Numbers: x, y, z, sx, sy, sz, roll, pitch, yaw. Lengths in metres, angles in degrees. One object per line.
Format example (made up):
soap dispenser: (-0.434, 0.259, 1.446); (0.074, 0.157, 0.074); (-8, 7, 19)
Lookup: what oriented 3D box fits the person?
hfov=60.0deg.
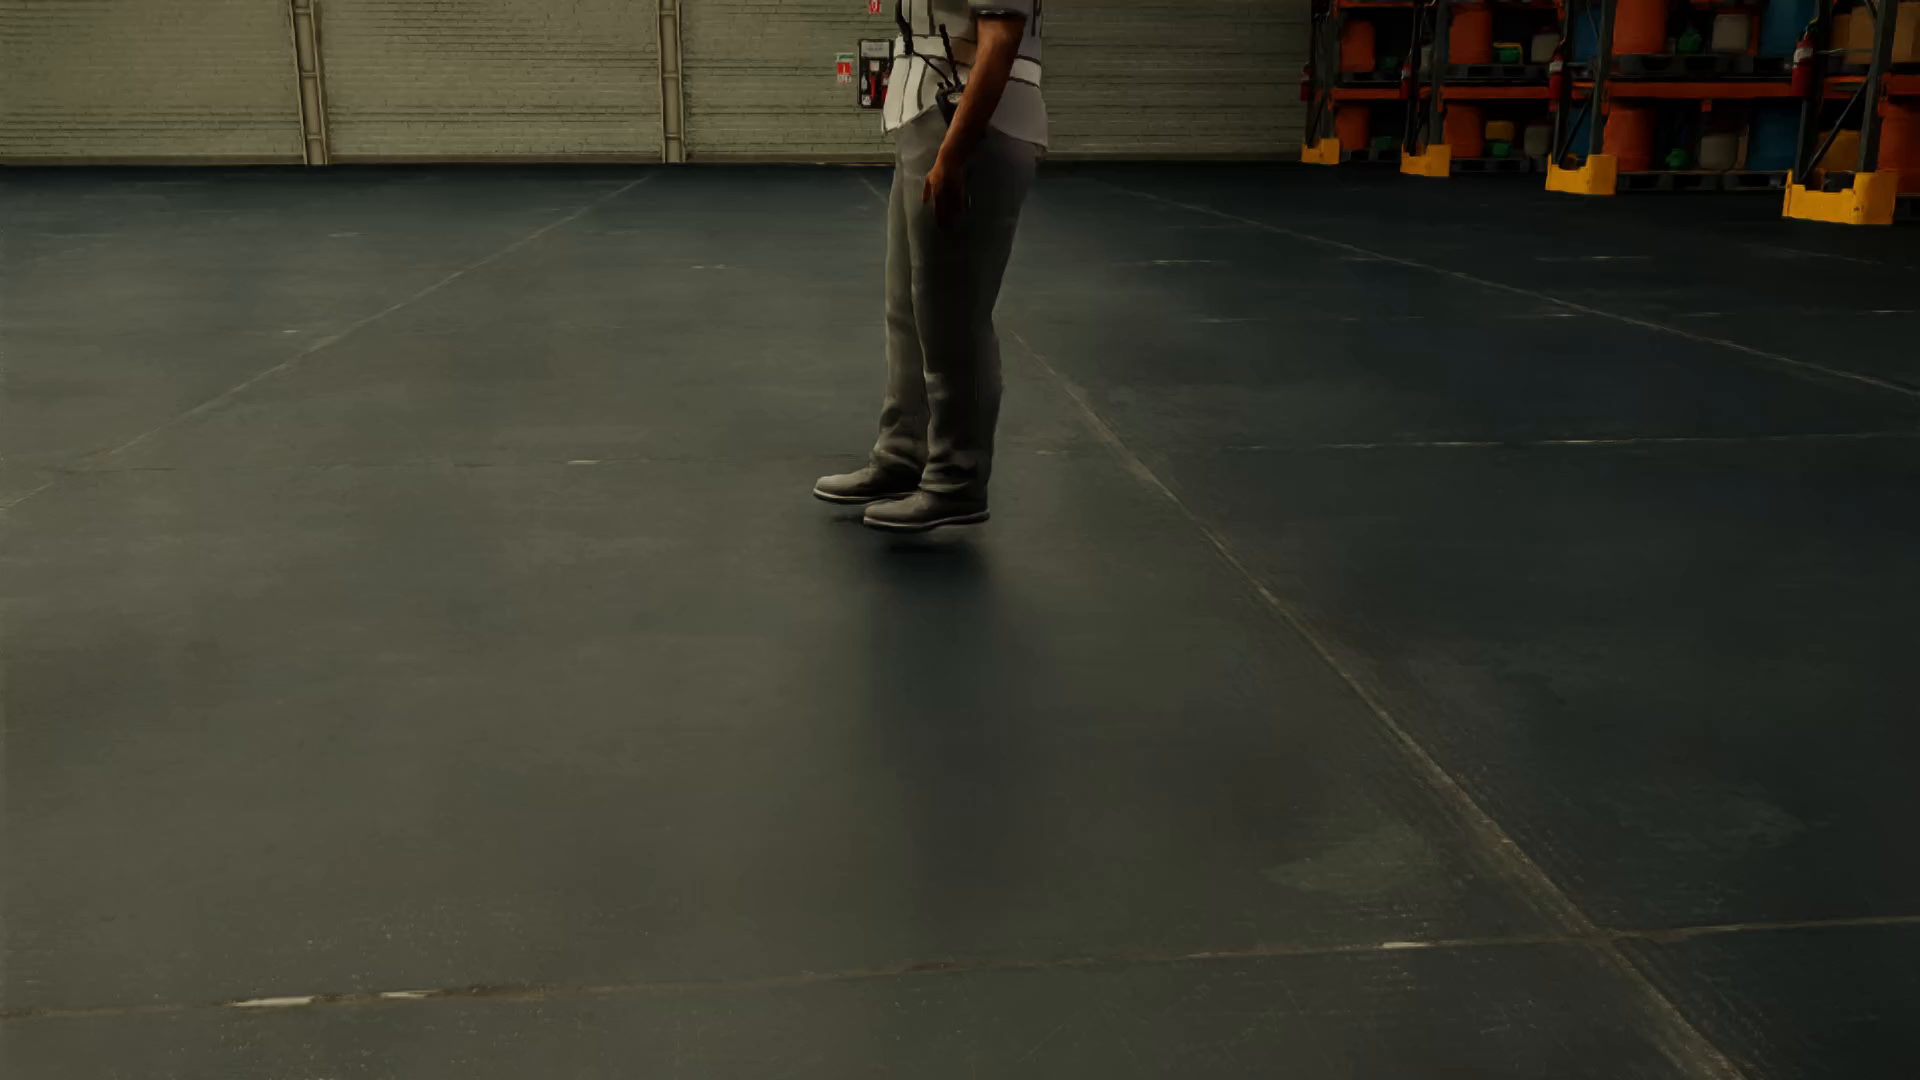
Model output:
person: (-0.078, -0.855, 3.726); (0.529, 1.669, 0.598); (-1, 15, -5)
